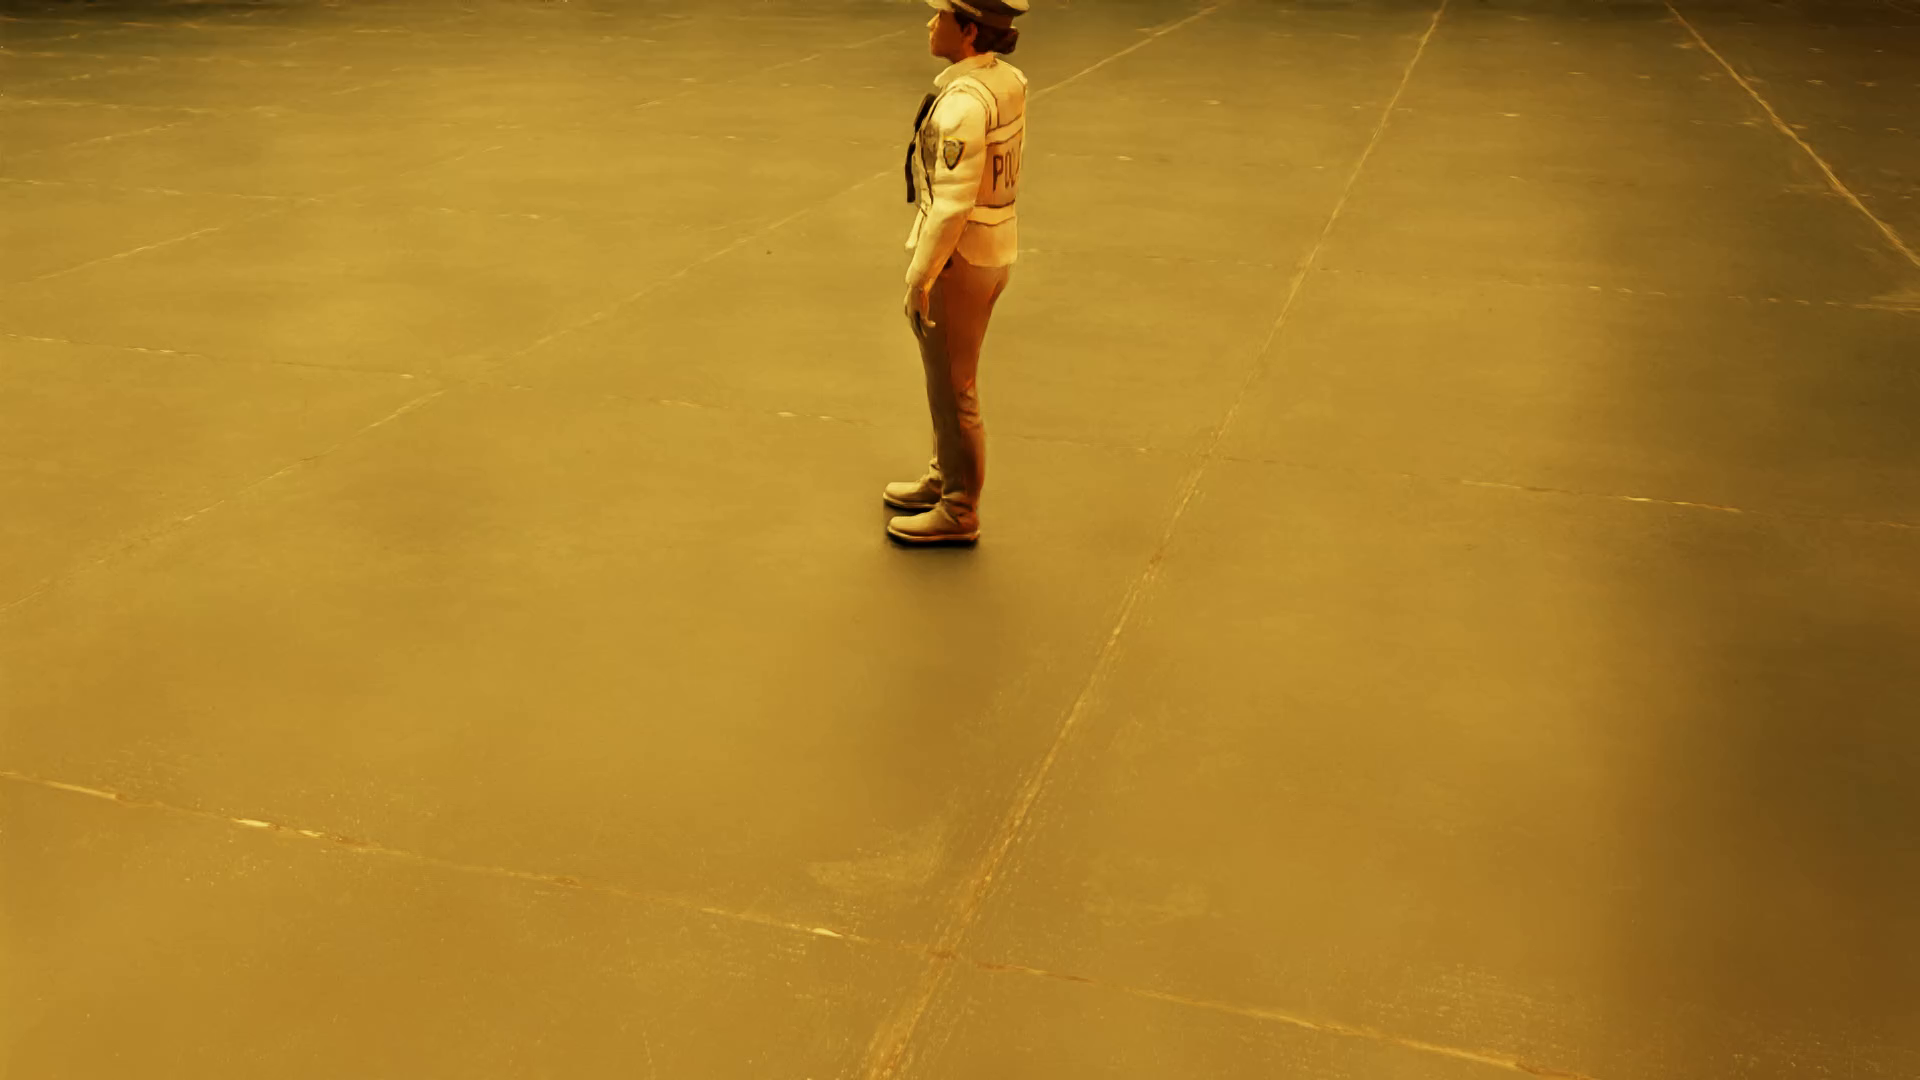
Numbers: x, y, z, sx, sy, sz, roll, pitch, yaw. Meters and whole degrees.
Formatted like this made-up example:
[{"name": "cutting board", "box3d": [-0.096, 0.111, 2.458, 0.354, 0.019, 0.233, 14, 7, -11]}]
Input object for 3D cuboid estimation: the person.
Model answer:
[{"name": "person", "box3d": [-0.063, -0.800, 4.819, 0.533, 1.695, 0.586, 7, 23, 16]}]
